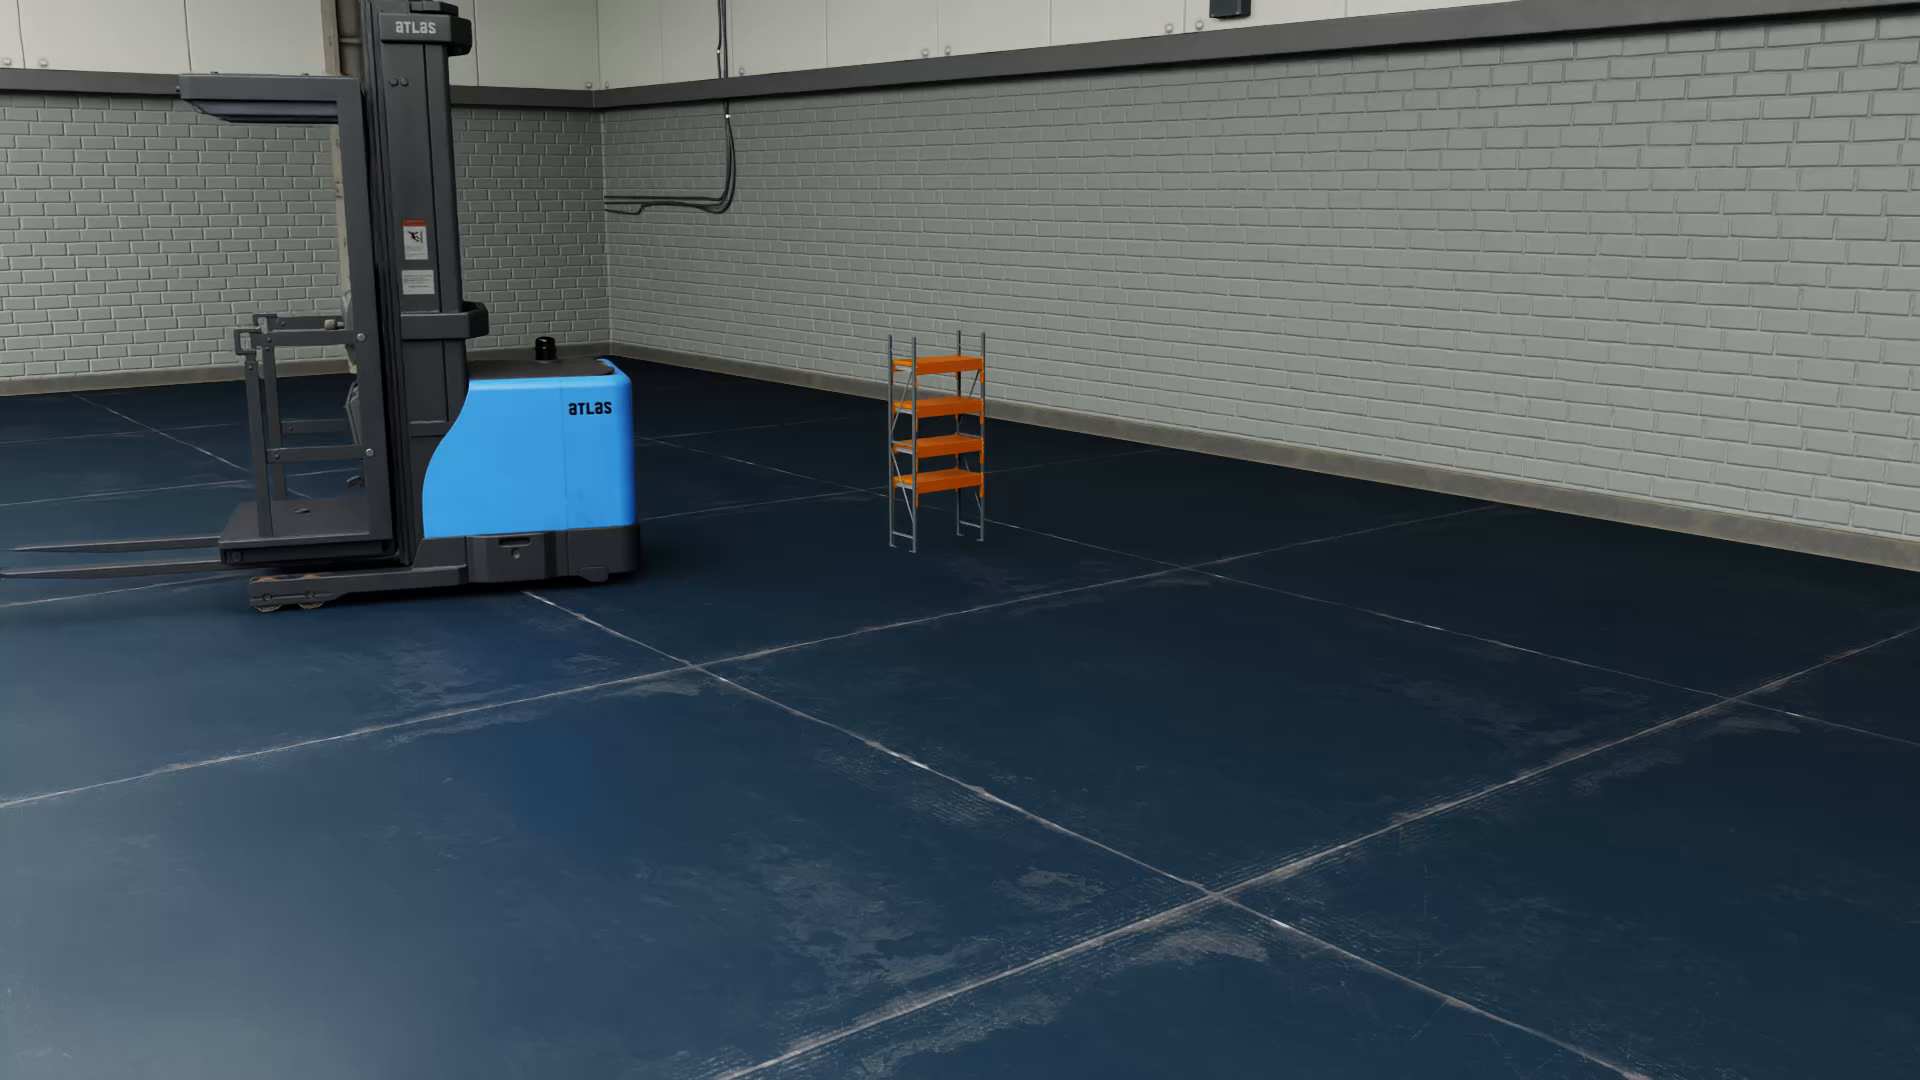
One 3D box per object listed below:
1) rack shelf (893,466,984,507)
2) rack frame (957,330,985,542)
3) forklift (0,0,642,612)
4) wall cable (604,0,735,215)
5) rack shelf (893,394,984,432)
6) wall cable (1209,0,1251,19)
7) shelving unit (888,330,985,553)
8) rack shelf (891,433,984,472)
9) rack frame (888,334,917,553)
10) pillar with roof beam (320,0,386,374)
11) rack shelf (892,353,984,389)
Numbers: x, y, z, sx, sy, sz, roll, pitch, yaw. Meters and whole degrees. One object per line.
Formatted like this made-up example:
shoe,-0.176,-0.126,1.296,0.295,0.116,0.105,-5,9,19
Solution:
rack shelf,-0.129,-0.305,9.458,0.480,0.148,0.258,-9,15,-38
rack frame,0.061,-0.597,9.552,0.015,1.200,0.240,-9,15,-38
forklift,-3.223,-1.211,8.274,3.031,2.935,1.130,-4,13,-18
wall cable,-3.364,-4.899,18.513,0.112,2.526,3.097,-9,15,-38
rack shelf,-0.129,-0.718,9.371,0.480,0.148,0.258,-9,15,-38
wall cable,2.554,-6.540,10.576,0.169,6.003,2.305,-9,15,-38
shelving unit,-0.129,-0.565,9.403,0.503,1.200,0.258,-9,15,-38
rack shelf,-0.129,-0.500,9.417,0.480,0.148,0.258,-9,15,-38
rack frame,-0.320,-0.534,9.254,0.015,1.200,0.240,-9,15,-38
pillar with roof beam,-3.801,-5.552,14.112,0.400,9.000,9.100,-9,15,-38
rack shelf,-0.129,-0.950,9.321,0.480,0.148,0.258,-9,15,-38
